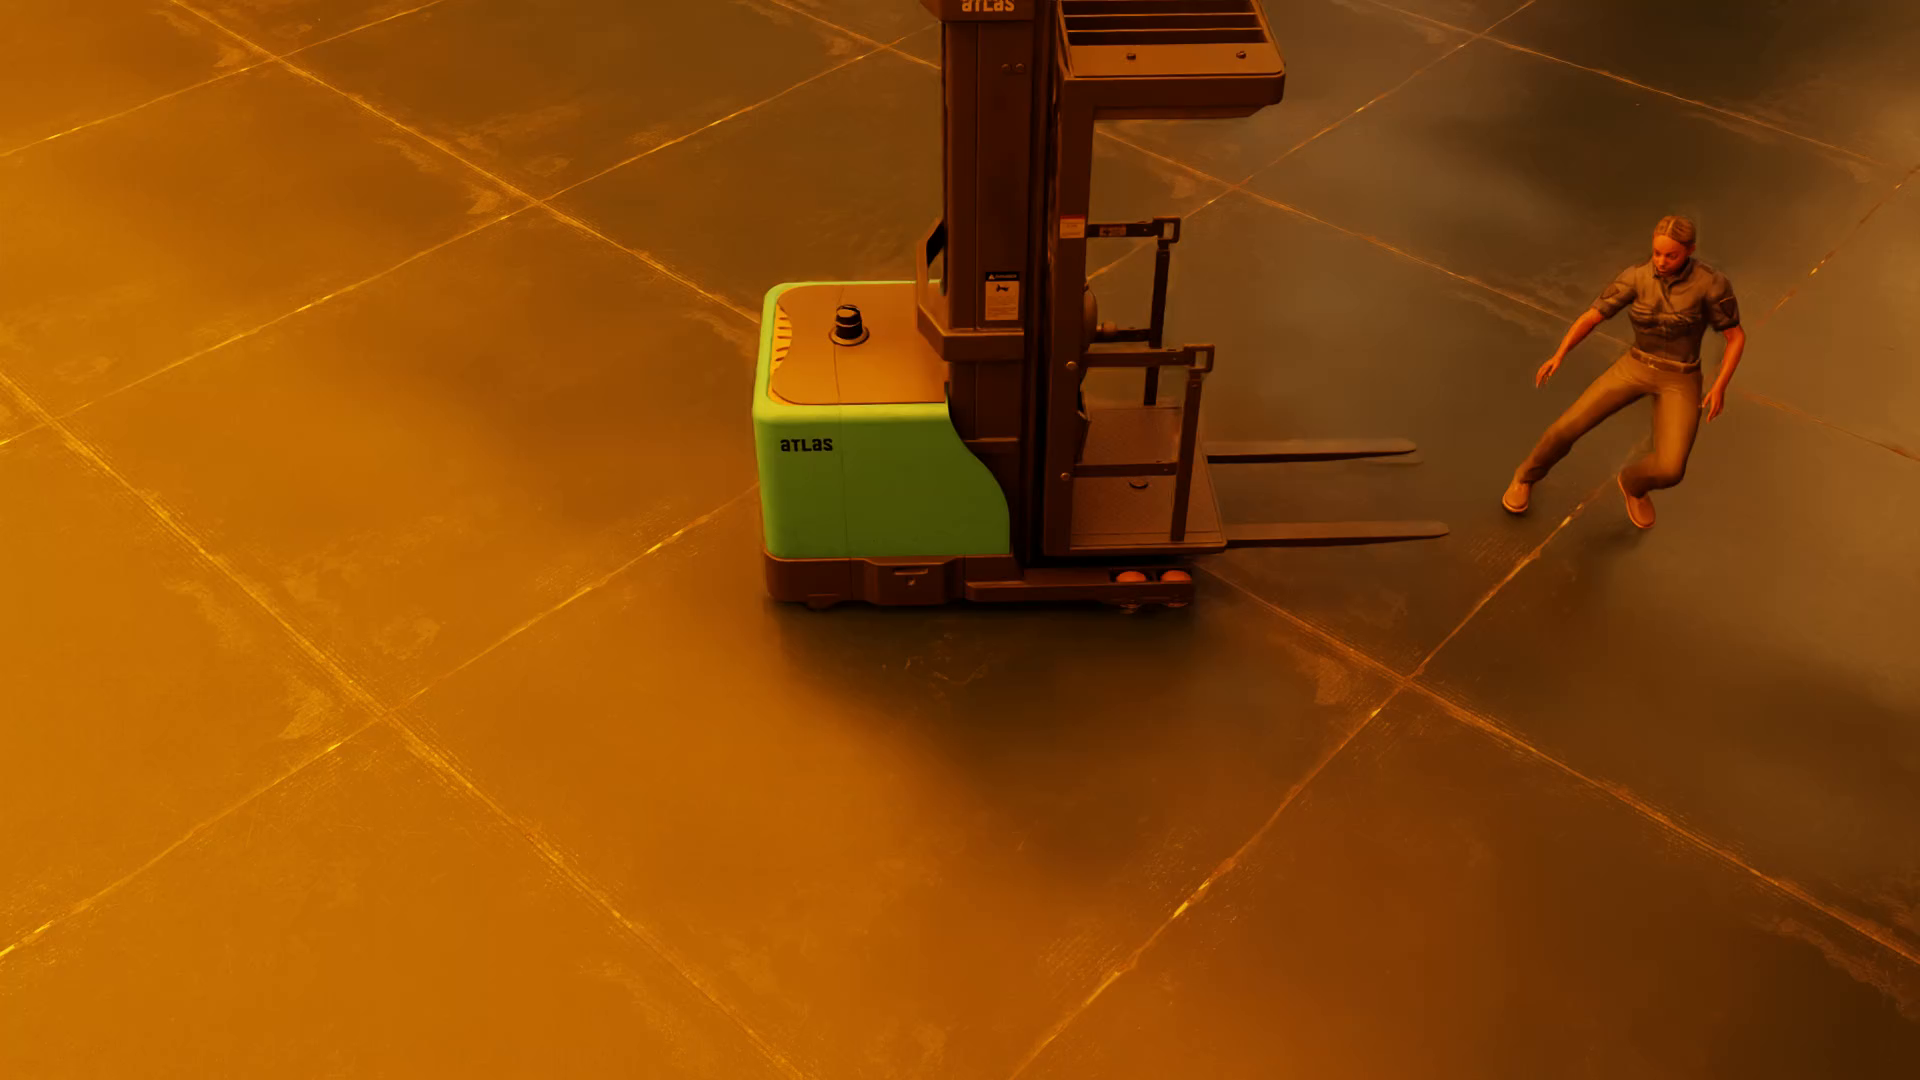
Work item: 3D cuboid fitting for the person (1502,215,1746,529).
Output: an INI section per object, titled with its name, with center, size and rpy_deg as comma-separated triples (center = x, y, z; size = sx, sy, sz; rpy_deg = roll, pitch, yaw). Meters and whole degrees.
[person]
center = 2.967, -0.682, 7.325
size = 0.780, 1.492, 0.640
rpy_deg = 26, 47, 27

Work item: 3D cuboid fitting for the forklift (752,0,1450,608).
[forklift]
center = 0.649, -1.158, 6.778
size = 3.031, 2.935, 1.130
rpy_deg = -1, 41, -1
